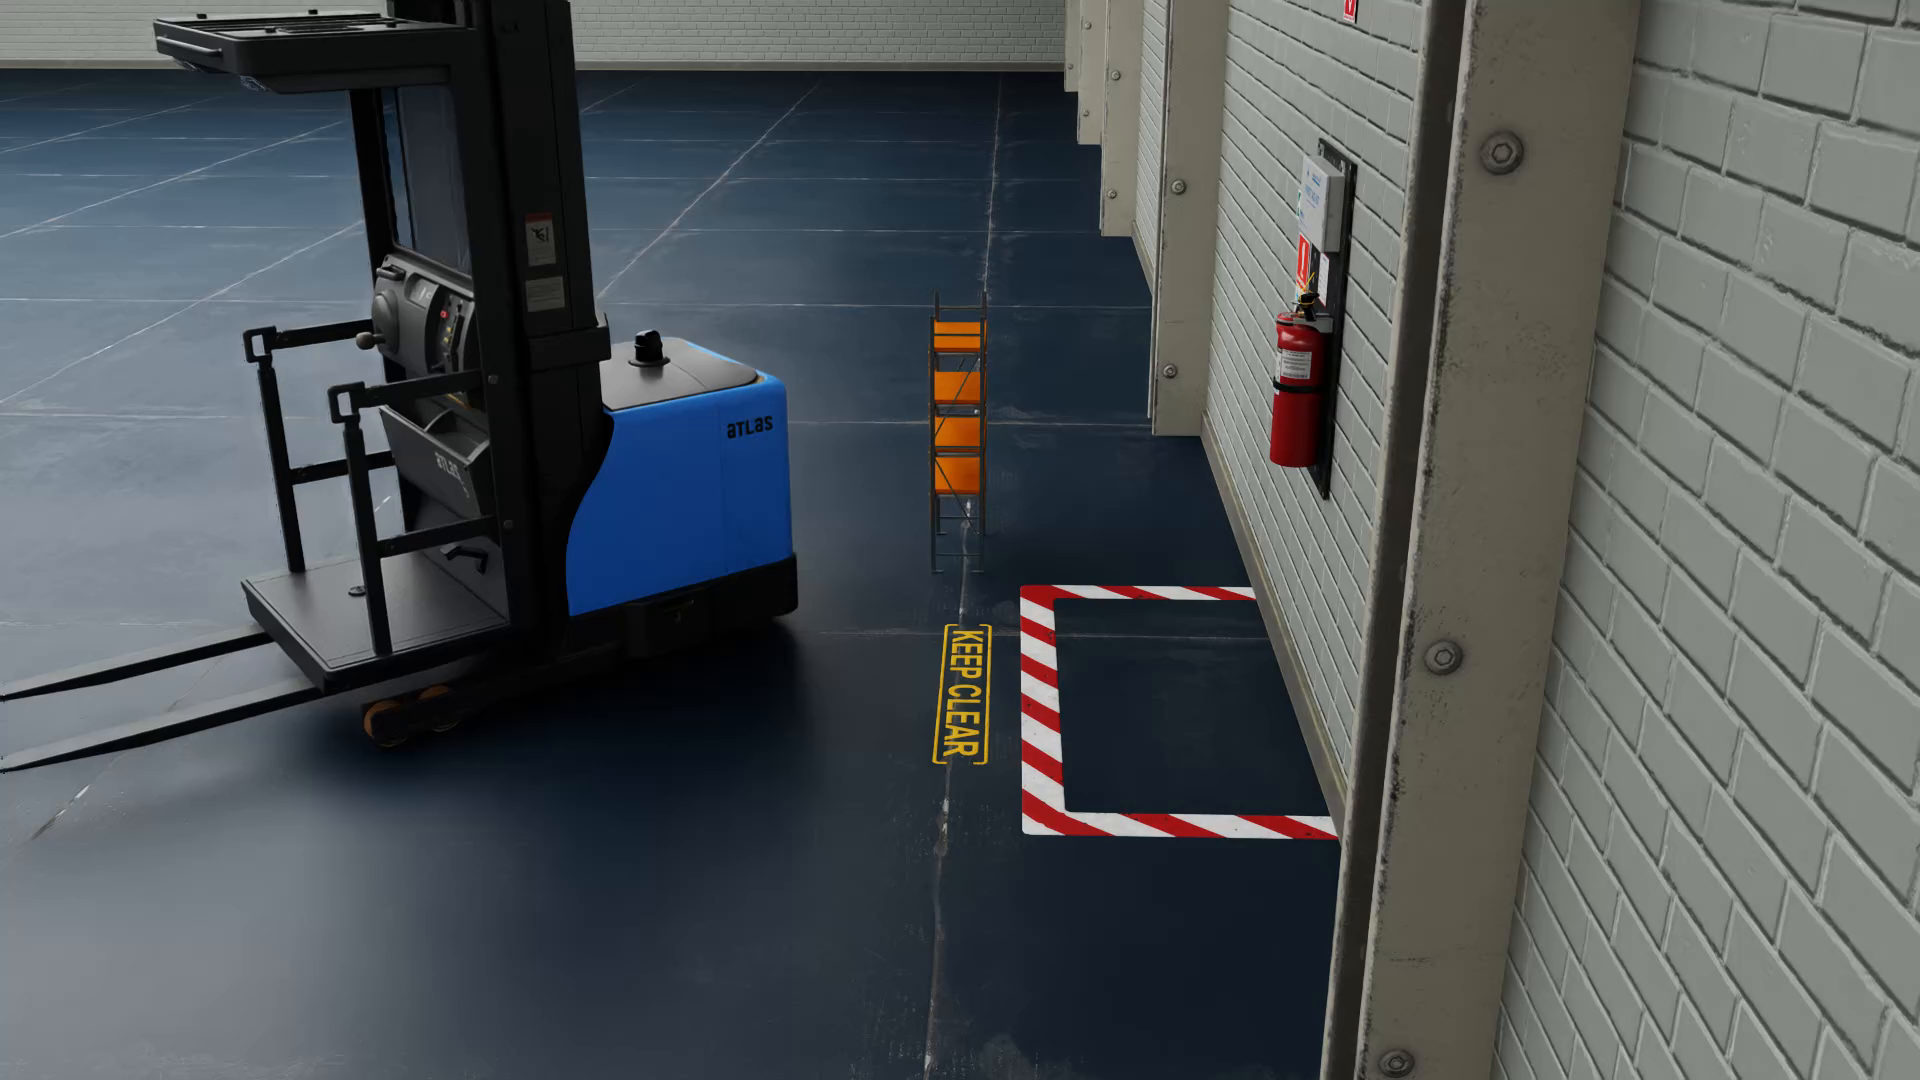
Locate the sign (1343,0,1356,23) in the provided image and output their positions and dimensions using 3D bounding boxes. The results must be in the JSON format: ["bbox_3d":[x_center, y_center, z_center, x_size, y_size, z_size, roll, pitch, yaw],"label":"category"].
[{"bbox_3d":[1.302,-1.878,5.518,0.001,0.298,0.199,1,21,2],"label":"sign"}]

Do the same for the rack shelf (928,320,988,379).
[{"bbox_3d":[-0.005,-0.866,7.515,0.258,0.148,0.480,1,21,2],"label":"rack shelf"}]

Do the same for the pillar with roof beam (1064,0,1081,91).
[{"bbox_3d":[-2.484,-11.424,25.032,9.100,9.000,0.400,1,21,2],"label":"pillar with roof beam"}]

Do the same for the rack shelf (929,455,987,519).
[{"bbox_3d":[-0.005,-0.252,7.754,0.258,0.148,0.480,1,21,2],"label":"rack shelf"}]

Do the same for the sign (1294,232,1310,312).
[{"bbox_3d":[1.323,-1.011,6.438,0.001,0.329,0.234,1,21,2],"label":"sign"}]

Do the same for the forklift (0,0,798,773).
[{"bbox_3d":[-2.170,-0.827,6.108,3.031,2.935,1.130,-16,26,-35],"label":"forklift"}]

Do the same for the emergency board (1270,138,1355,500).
[{"bbox_3d":[1.203,-0.795,5.932,0.194,1.169,0.643,1,21,2],"label":"emergency board"}]

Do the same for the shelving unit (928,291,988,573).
[{"bbox_3d":[-0.005,-0.500,7.658,0.258,1.200,0.503,1,21,2],"label":"shelving unit"}]

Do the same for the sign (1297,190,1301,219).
[{"bbox_3d":[1.313,-1.256,6.338,0.001,0.109,0.331,1,21,2],"label":"sign"}]

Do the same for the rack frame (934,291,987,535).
[{"bbox_3d":[0.002,-0.588,7.885,0.240,1.200,0.015,1,21,2],"label":"rack frame"}]

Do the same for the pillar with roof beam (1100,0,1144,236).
[{"bbox_3d":[-2.849,-7.085,13.850,9.100,9.000,0.400,1,21,2],"label":"pillar with roof beam"}]

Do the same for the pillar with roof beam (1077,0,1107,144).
[{"bbox_3d":[-2.666,-9.255,19.441,9.100,9.000,0.400,1,21,2],"label":"pillar with roof beam"}]

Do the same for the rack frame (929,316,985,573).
[{"bbox_3d":[-0.012,-0.411,7.430,0.240,1.200,0.015,1,21,2],"label":"rack frame"}]

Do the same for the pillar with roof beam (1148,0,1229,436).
[{"bbox_3d":[-3.031,-4.916,8.259,9.100,9.000,0.400,1,21,2],"label":"pillar with roof beam"}]

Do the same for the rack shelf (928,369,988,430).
[{"bbox_3d":[-0.005,-0.645,7.601,0.258,0.148,0.480,1,21,2],"label":"rack shelf"}]

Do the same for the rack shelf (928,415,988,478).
[{"bbox_3d":[-0.005,-0.437,7.682,0.258,0.148,0.480,1,21,2],"label":"rack shelf"}]
